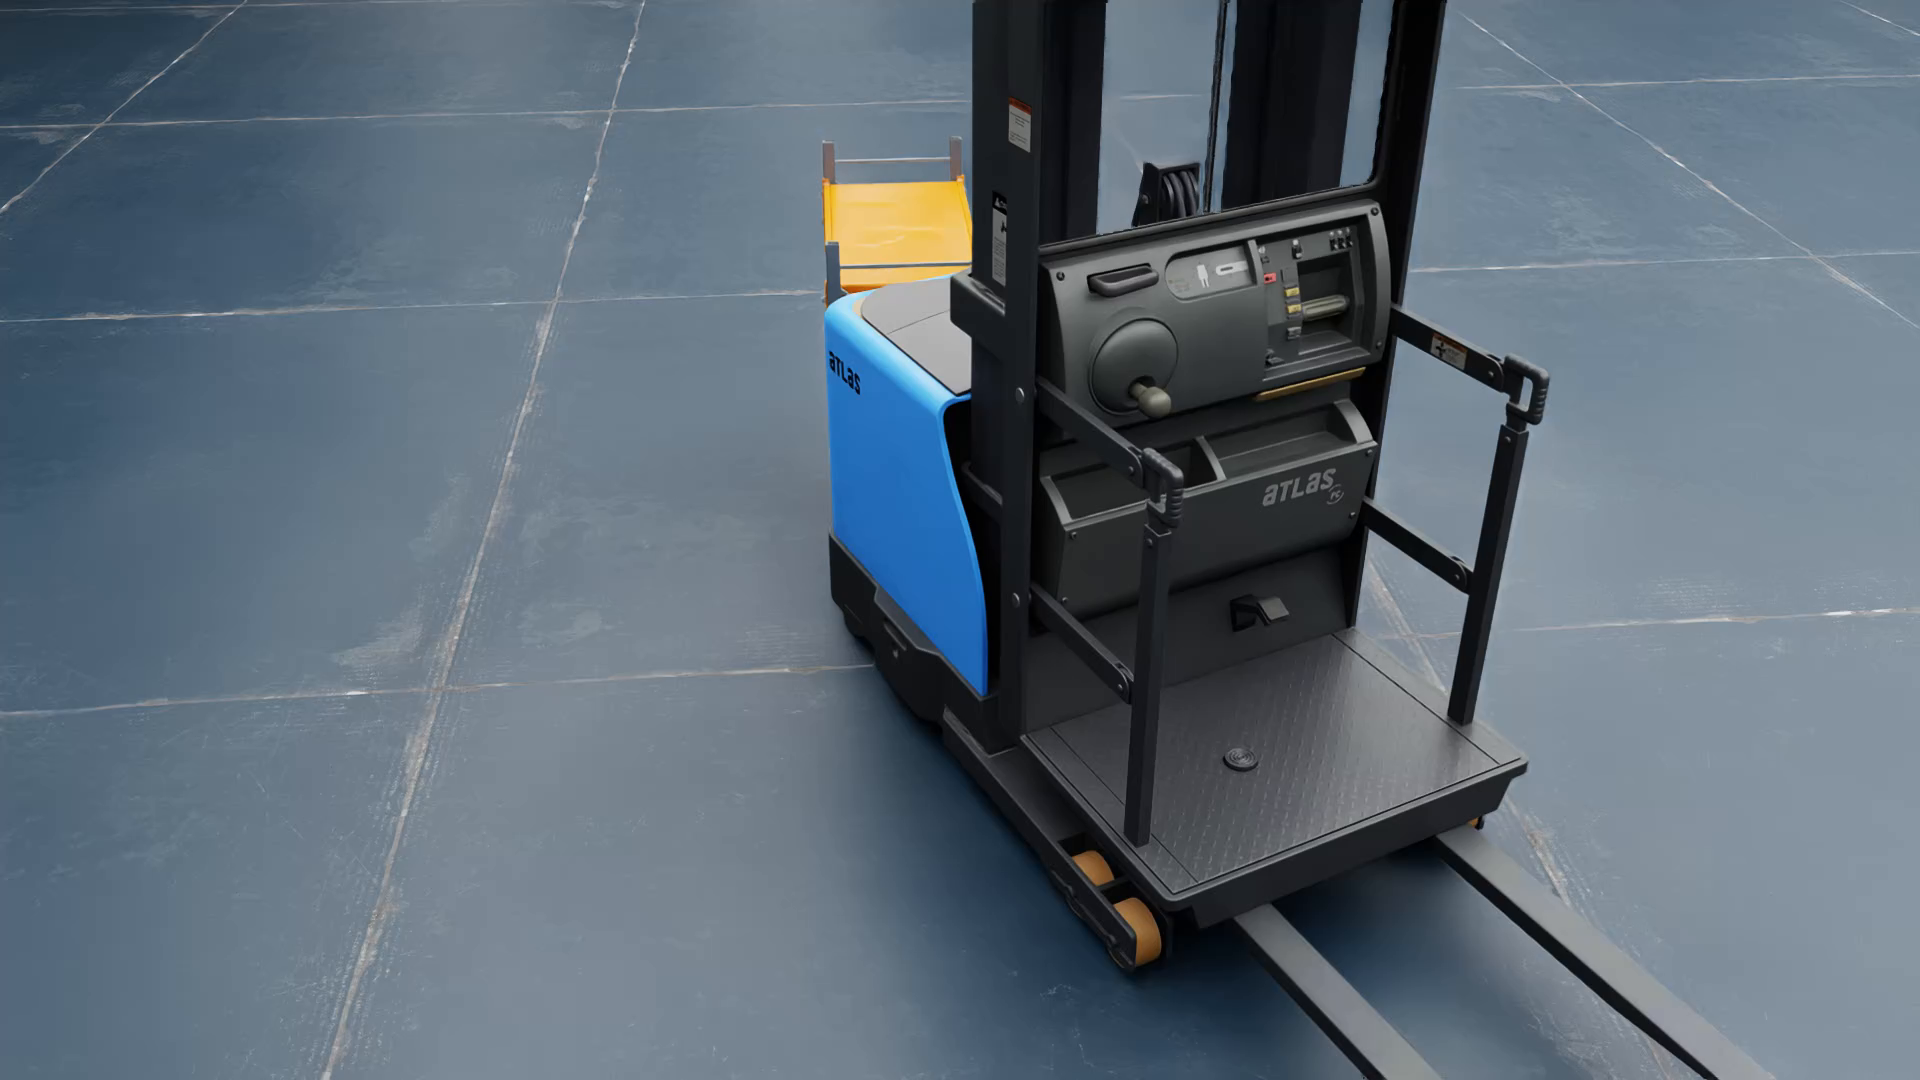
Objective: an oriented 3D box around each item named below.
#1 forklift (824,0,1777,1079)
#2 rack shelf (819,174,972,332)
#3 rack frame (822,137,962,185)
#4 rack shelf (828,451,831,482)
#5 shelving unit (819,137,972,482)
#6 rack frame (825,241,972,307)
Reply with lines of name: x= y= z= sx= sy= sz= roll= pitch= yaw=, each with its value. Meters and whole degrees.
forklift: x=0.723 y=-0.489 z=3.711 sx=1.130 sy=2.935 sz=3.031 roll=-15 pitch=34 yaw=-24
rack shelf: x=-0.203 y=-0.943 z=5.661 sx=0.538 sy=0.278 sz=1.000 roll=-2 pitch=31 yaw=-4
rack frame: x=-0.243 y=-0.951 z=6.246 sx=0.500 sy=1.125 sz=0.032 roll=-2 pitch=31 yaw=-4
rack shelf: x=-0.203 y=-0.482 z=5.936 sx=0.538 sy=0.278 sz=1.000 roll=-2 pitch=31 yaw=-4
shelving unit: x=-0.203 y=-0.692 z=5.811 sx=0.538 sy=1.125 sz=1.048 roll=-2 pitch=31 yaw=-4
rack frame: x=-0.162 y=-0.432 z=5.376 sx=0.500 sy=1.125 sz=0.032 roll=-2 pitch=31 yaw=-4
